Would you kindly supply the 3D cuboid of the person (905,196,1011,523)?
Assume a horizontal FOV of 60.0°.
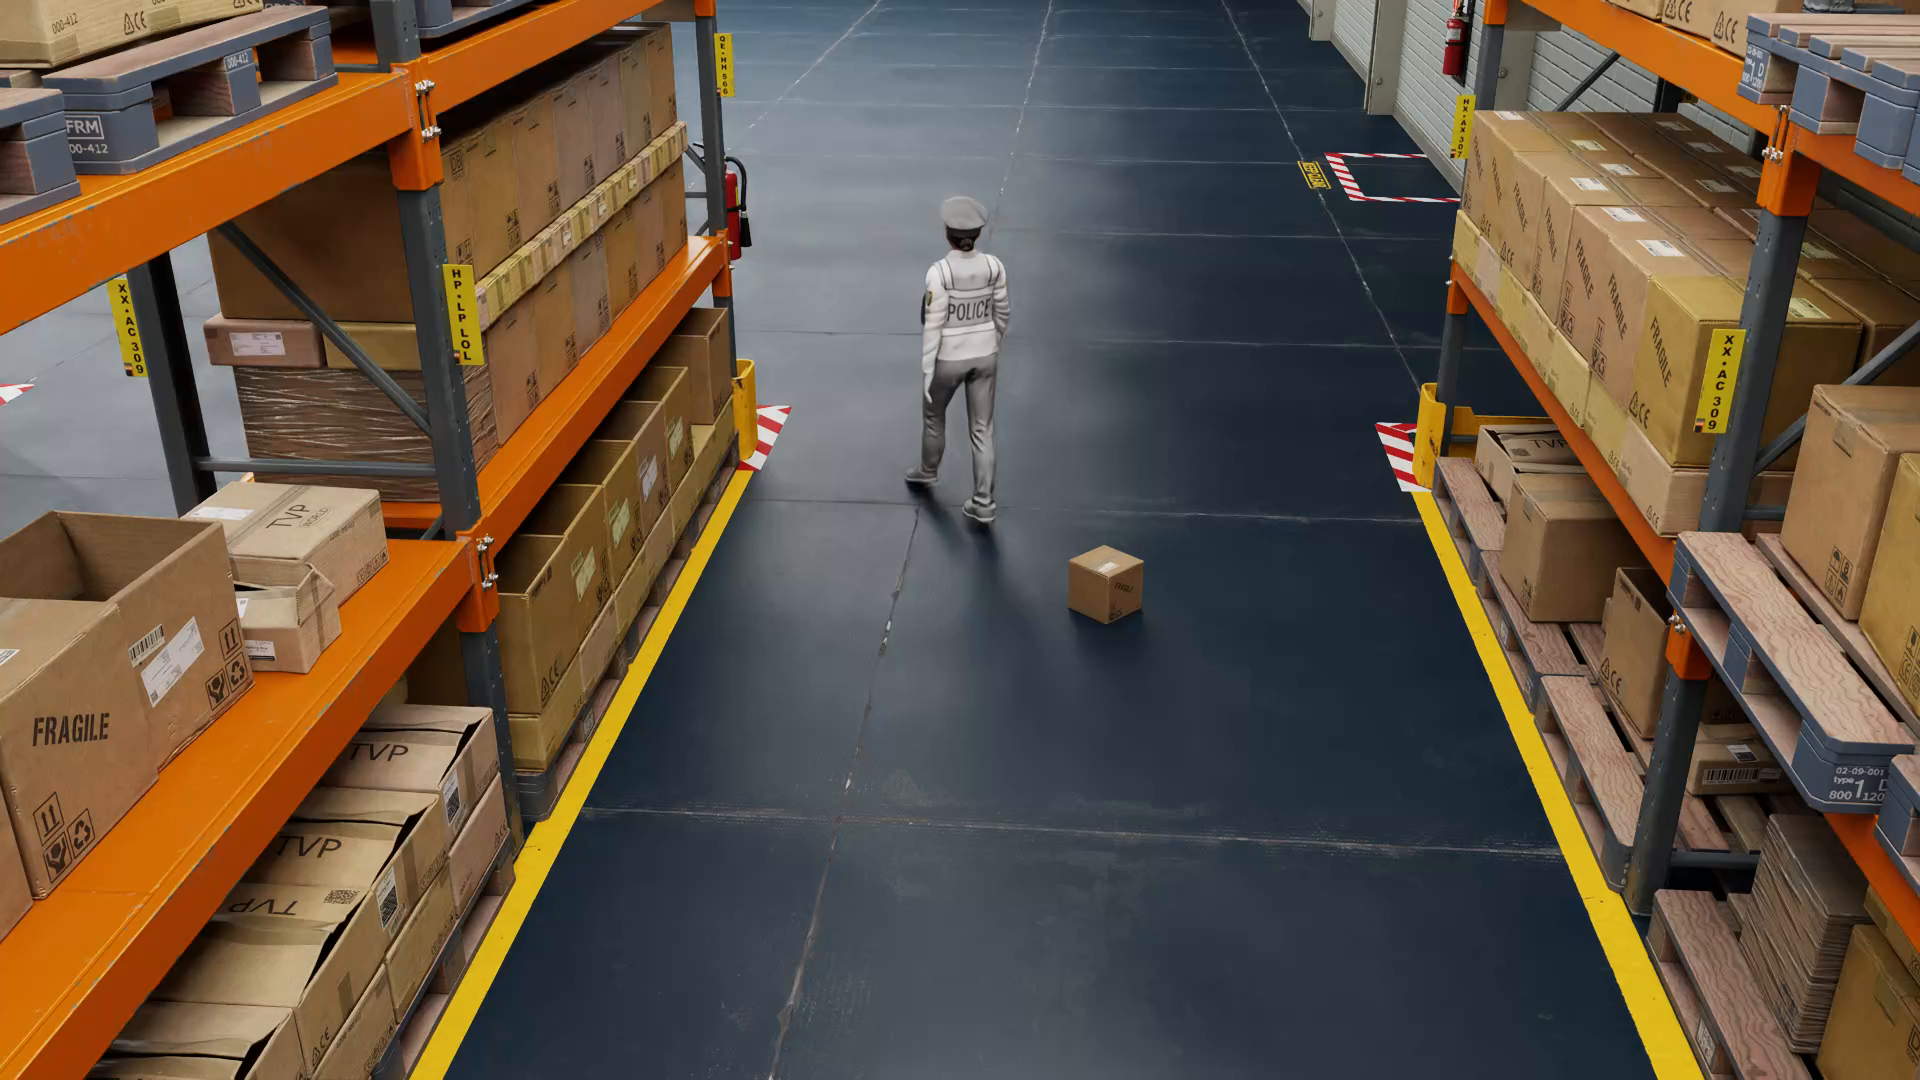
[{"bbox_3d":[-0.005,-0.973,8.660,0.533,1.667,0.877,-8,26,-17],"label":"person"}]
